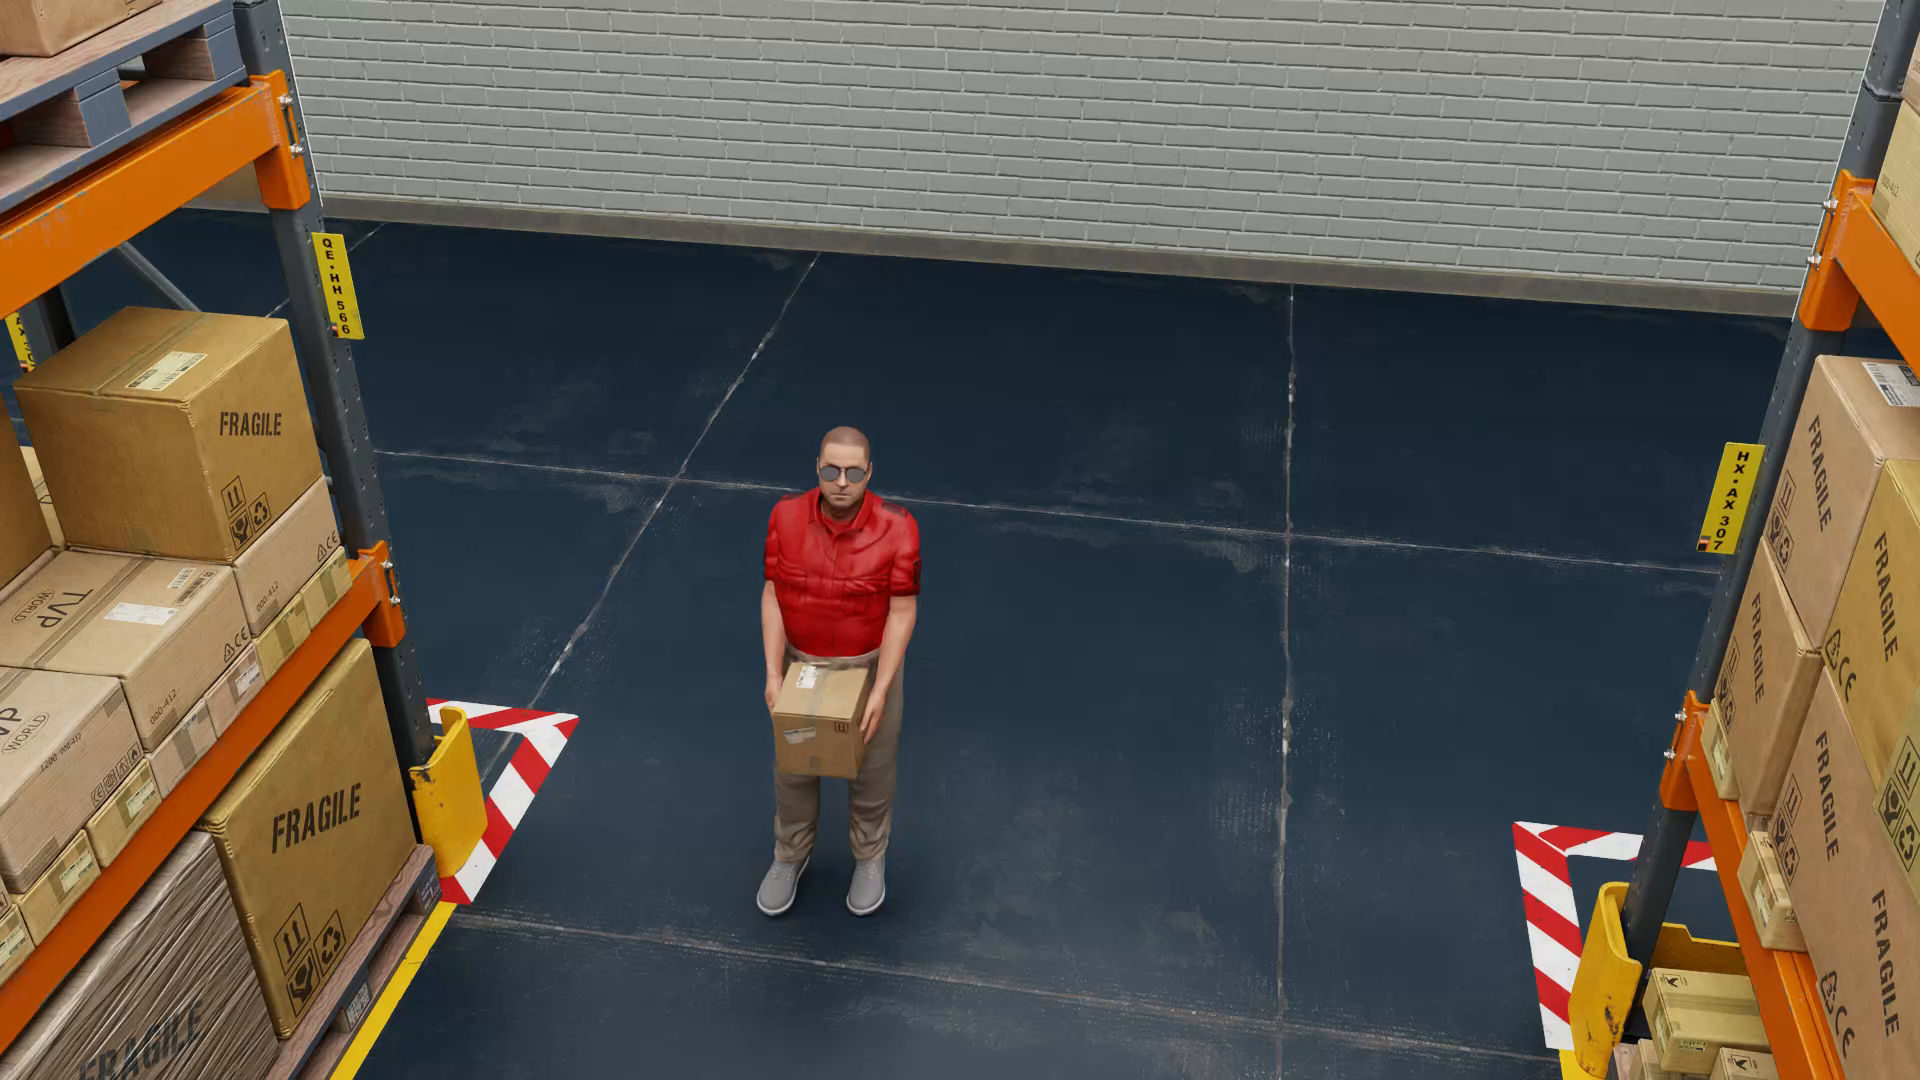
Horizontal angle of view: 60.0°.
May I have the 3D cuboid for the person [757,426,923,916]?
[{"bbox_3d":[-0.408,0.466,5.409,0.550,1.729,0.481,6,33,9],"label":"person"}]
